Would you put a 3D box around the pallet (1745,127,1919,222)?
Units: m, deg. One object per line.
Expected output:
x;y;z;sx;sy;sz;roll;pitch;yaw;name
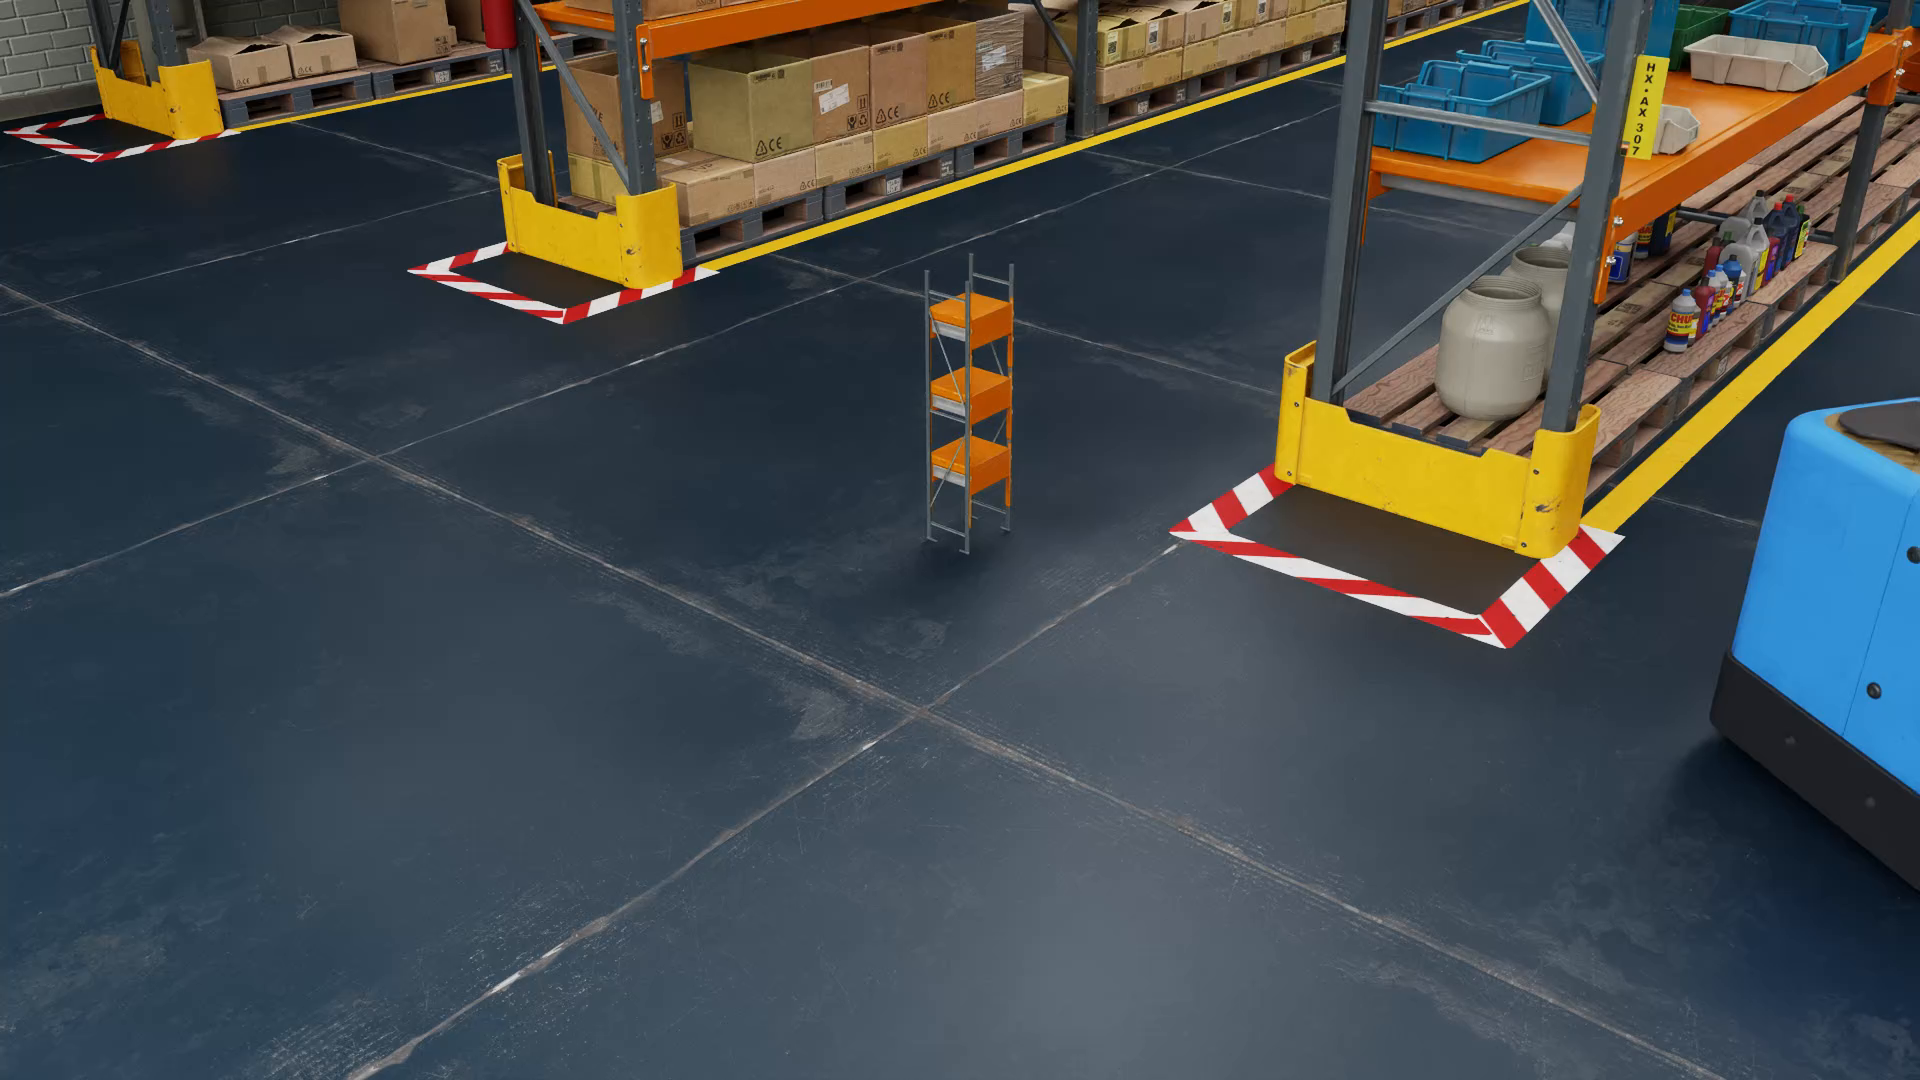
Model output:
5.588;-2.345;10.554;1.003;0.211;1.213;21;34;34;pallet

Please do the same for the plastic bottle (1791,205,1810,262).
4.291;-1.582;8.520;0.061;0.283;0.133;23;35;37;plastic bottle

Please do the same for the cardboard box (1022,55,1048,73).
0.563;-3.506;12.297;0.500;0.250;0.500;20;34;34;cardboard box

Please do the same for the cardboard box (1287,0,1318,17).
2.599;-4.497;13.604;0.500;0.311;0.500;20;34;34;cardboard box

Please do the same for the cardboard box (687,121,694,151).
-1.599;-2.313;9.992;0.500;0.250;0.500;21;34;34;cardboard box

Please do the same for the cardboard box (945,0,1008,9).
-0.013;-3.534;11.536;0.500;0.500;0.500;21;34;34;cardboard box

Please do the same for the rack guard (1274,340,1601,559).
1.811;-0.372;6.425;1.175;0.500;0.348;21;34;34;rack guard

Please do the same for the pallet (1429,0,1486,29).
4.348;-5.173;16.019;1.003;0.211;1.213;21;34;34;pallet

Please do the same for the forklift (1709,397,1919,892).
3.845;-0.679;4.373;3.031;2.935;1.130;-8;28;-14;forklift

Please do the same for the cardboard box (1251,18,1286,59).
2.274;-4.073;13.394;0.500;0.250;0.500;22;34;36;cardboard box

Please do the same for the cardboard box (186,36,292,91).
-5.336;-3.557;12.309;0.500;0.311;0.500;17;32;29;cardboard box

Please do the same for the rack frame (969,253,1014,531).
0.112;-0.529;6.129;0.200;1.050;0.008;21;34;34;rack frame

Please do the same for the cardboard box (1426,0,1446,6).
4.229;-5.253;15.382;0.500;0.500;0.500;20;34;34;cardboard box

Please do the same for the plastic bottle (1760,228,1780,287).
3.962;-1.398;8.165;0.061;0.283;0.133;23;35;38;plastic bottle

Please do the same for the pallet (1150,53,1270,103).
1.737;-3.777;13.322;1.003;0.211;1.213;21;34;34;pallet

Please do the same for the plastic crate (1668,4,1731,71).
3.262;-2.367;7.791;0.450;0.188;0.662;21;34;34;plastic crate

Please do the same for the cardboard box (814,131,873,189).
-0.875;-2.336;10.037;0.500;0.250;0.500;21;34;34;cardboard box

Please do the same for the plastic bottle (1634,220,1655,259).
3.510;-1.592;8.553;0.097;0.271;0.097;0;27;0;plastic bottle

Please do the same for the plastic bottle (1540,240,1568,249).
2.810;-1.288;7.960;0.152;0.276;0.135;21;34;35;plastic bottle

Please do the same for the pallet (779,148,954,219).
-0.791;-2.366;10.594;1.003;0.211;1.213;21;34;34;pallet

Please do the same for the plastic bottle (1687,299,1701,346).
3.258;-0.982;7.451;0.097;0.201;0.097;0;27;0;plastic bottle

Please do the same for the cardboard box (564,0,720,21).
-1.714;-3.097;8.862;0.700;0.500;0.500;21;34;34;cardboard box

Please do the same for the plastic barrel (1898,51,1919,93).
7.185;-3.679;12.002;0.600;0.830;0.708;21;34;34;plastic barrel

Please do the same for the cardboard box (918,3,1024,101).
0.070;-3.205;10.900;0.500;0.500;0.500;21;34;34;cardboard box

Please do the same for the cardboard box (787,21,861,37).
-0.966;-3.002;10.507;0.500;0.500;0.500;21;34;34;cardboard box

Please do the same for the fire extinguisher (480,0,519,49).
-2.455;-2.950;8.772;0.296;0.674;0.183;21;34;34;fire extinguisher

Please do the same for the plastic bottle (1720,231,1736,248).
3.733;-1.374;8.119;0.061;0.283;0.133;21;34;34;plastic bottle

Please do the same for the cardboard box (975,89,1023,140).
0.071;-2.871;11.071;0.500;0.250;0.500;21;34;34;cardboard box

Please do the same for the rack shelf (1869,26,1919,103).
5.615;-3.249;10.049;1.077;0.370;4.000;21;34;34;rack shelf

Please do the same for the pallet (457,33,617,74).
-3.702;-4.268;14.271;1.003;0.211;1.213;21;34;34;pallet

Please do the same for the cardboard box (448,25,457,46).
-4.334;-4.123;13.579;0.380;0.149;0.250;18;32;30;cardboard box

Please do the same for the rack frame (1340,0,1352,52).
3.067;-5.727;14.056;1.000;3.000;0.127;21;34;34;rack frame

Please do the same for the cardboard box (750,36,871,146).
-0.884;-2.673;9.871;0.500;0.500;0.500;21;34;34;cardboard box

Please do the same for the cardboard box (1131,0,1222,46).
1.629;-3.956;12.559;0.500;0.311;0.500;19;33;33;cardboard box

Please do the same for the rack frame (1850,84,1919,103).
6.887;-4.278;11.255;1.000;3.000;0.127;21;34;34;rack frame

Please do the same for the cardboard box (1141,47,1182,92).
1.297;-3.525;12.335;0.500;0.250;0.500;22;34;36;cardboard box

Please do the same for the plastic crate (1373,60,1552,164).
1.886;-1.640;6.318;0.499;0.251;0.616;21;34;34;plastic crate

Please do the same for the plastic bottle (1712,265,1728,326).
3.474;-1.134;7.668;0.097;0.271;0.097;0;27;0;plastic bottle

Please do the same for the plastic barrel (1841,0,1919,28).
4.822;-3.131;8.492;0.600;0.901;0.708;21;34;34;plastic barrel

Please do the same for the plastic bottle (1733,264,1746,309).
3.668;-1.211;7.892;0.097;0.201;0.097;0;27;0;plastic bottle

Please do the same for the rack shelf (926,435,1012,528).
0.034;-0.229;6.178;0.215;0.259;0.240;21;34;34;rack shelf

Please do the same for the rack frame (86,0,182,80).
-5.846;-4.337;11.369;1.000;3.000;0.127;21;34;34;rack frame

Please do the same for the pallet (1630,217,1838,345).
3.884;-1.395;8.717;1.003;0.211;1.213;21;34;34;pallet

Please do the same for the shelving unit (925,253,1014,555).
0.034;-0.485;6.045;0.215;1.050;0.252;21;34;34;shelving unit

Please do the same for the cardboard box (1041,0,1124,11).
0.886;-3.937;12.520;0.500;0.311;0.500;22;34;36;cardboard box
